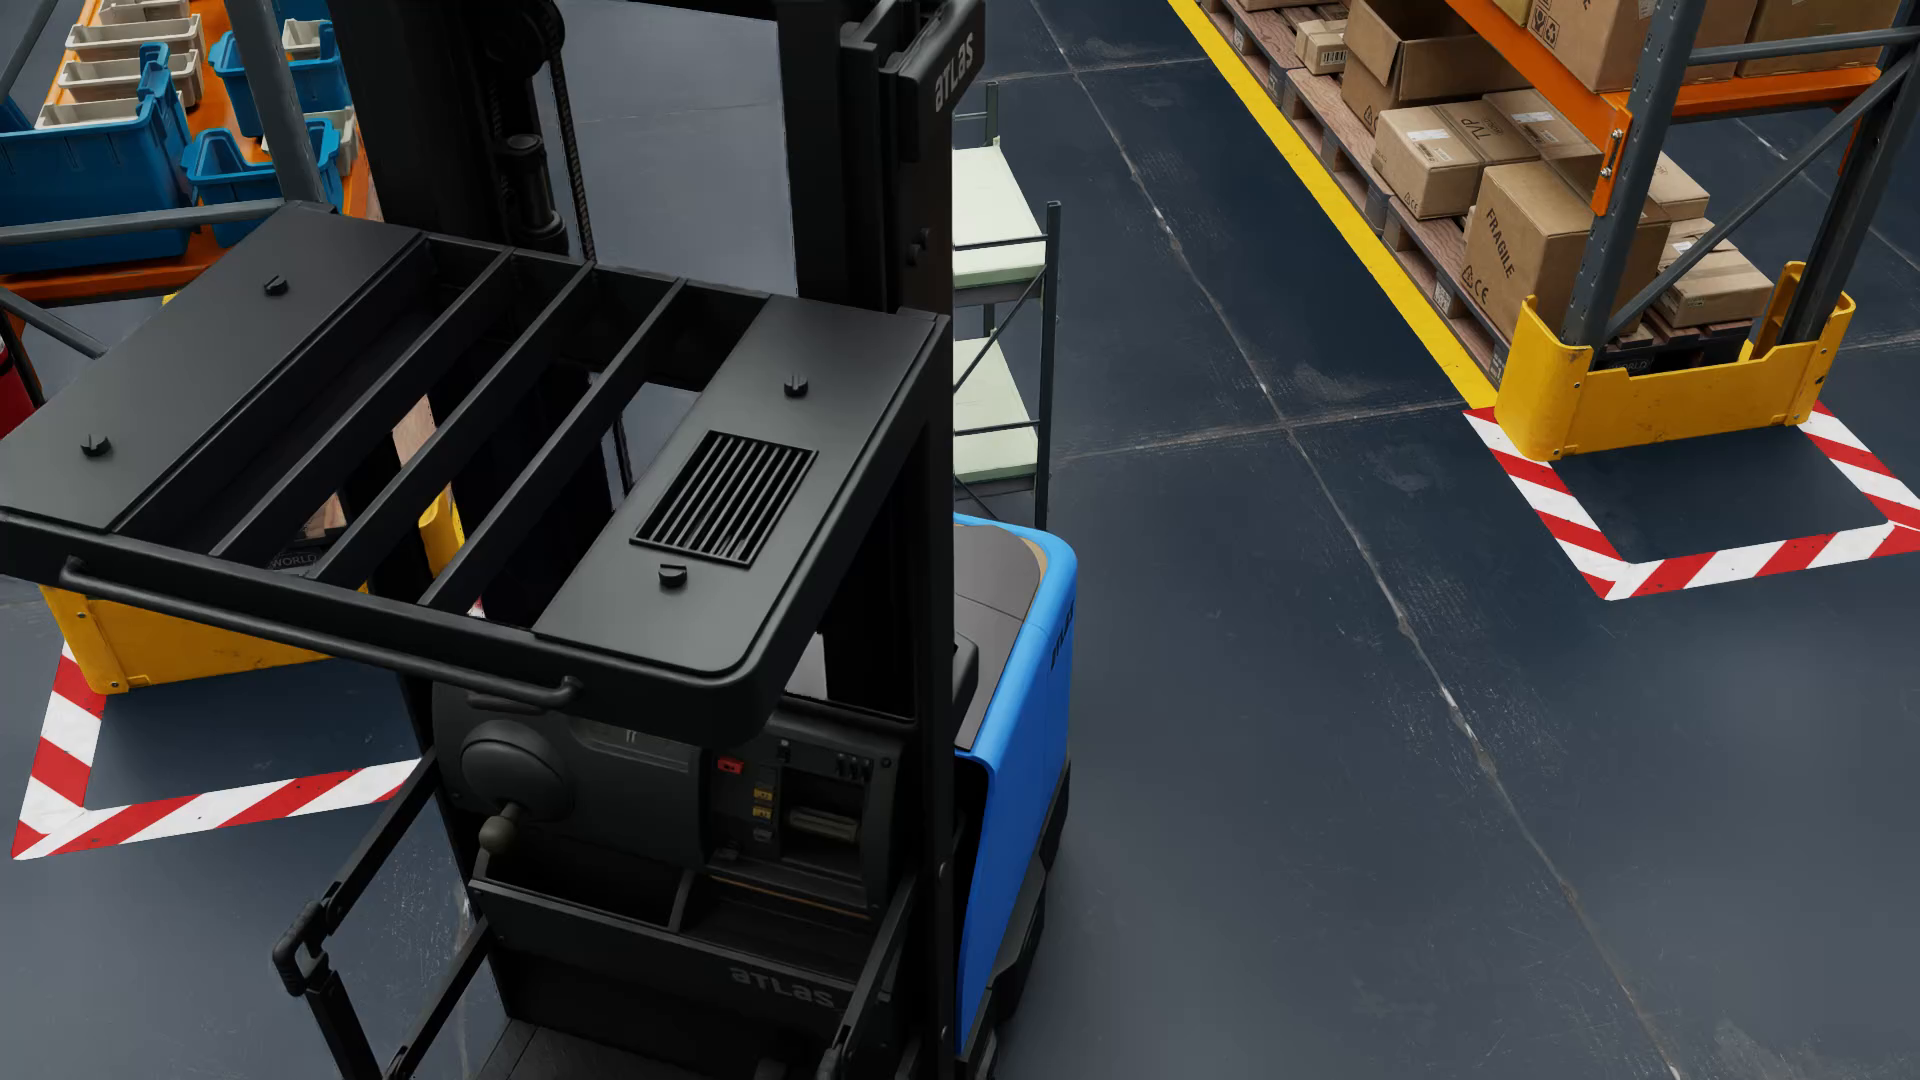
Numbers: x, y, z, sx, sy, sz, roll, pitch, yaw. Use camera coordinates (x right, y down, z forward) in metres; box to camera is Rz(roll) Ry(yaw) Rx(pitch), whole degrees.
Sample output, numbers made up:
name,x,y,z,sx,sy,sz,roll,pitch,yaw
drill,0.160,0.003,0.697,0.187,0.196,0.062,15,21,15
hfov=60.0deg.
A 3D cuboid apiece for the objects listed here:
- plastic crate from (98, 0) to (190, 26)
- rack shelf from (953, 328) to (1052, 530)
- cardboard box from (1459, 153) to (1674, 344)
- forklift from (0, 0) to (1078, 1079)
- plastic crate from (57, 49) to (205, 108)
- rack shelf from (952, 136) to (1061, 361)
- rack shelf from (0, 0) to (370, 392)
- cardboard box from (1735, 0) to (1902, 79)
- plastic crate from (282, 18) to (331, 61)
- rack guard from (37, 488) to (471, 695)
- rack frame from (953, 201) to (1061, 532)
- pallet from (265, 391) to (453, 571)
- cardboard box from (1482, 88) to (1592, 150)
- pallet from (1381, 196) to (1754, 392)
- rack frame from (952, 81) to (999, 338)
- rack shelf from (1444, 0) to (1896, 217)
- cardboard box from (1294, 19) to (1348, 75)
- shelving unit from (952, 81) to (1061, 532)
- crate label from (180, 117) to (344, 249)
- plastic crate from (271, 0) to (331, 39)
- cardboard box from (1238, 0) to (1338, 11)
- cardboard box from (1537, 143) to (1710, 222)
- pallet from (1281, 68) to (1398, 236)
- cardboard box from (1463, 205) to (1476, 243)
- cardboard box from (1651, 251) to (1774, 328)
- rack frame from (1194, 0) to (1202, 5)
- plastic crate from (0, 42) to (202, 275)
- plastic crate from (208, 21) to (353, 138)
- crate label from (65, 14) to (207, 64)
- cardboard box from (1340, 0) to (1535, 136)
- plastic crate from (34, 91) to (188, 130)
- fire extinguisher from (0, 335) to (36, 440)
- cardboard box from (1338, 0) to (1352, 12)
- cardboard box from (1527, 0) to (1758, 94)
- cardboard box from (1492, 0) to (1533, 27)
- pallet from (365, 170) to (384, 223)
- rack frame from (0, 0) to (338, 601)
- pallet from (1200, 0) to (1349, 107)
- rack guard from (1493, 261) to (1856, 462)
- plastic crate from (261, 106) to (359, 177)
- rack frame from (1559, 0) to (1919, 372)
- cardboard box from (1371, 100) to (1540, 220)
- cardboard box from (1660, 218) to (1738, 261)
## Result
name,x,y,z,sx,sy,sz,roll,pitch,yaw
plastic crate,-2.780,-1.820,5.694,0.298,0.136,0.250,-8,42,-9
rack shelf,-0.001,-0.321,5.473,0.431,0.370,0.720,-8,42,-9
cardboard box,2.267,-1.091,6.272,0.500,0.500,0.500,-8,42,-9
forklift,-0.620,0.535,2.940,1.130,2.935,3.031,12,43,13
plastic crate,-2.614,-1.454,5.282,0.396,0.136,0.243,-8,42,-9
rack shelf,-0.001,-0.857,4.998,0.431,0.370,0.720,-8,42,-9
rack shelf,-2.645,-1.865,6.133,1.077,0.370,4.000,-8,42,-9
cardboard box,2.786,-1.907,5.564,0.500,0.500,0.500,-8,42,-8
plastic crate,-2.079,-1.628,5.478,0.250,0.136,0.298,-8,42,-9
rack guard,-2.195,0.111,5.248,1.175,0.500,0.348,-8,42,-9
rack frame,0.078,-0.328,4.990,0.400,1.500,0.023,-8,42,-9
pallet,-2.353,-0.335,5.968,1.003,0.211,1.213,-8,42,-9
cardboard box,2.568,-1.722,7.170,0.500,0.250,0.500,-8,42,-9
pallet,2.435,-1.068,6.794,1.003,0.211,1.213,-8,42,-9
rack frame,-0.080,-0.802,5.524,0.400,1.500,0.023,-8,42,-9
rack shelf,2.193,-2.572,6.930,1.077,0.370,4.000,-8,42,-9
cardboard box,1.837,-2.380,7.974,0.380,0.166,0.250,-8,42,-9
shelving unit,-0.001,-0.565,5.257,0.431,1.500,0.755,-8,42,-9
crate label,-1.945,-1.004,4.703,0.416,0.233,0.303,-8,42,-9
plastic crate,-2.229,-1.858,5.664,0.416,0.233,0.300,-8,42,-9
cardboard box,1.641,-2.993,8.557,0.500,0.311,0.500,-8,42,-9
cardboard box,2.676,-1.398,6.805,0.500,0.250,0.500,-8,42,-9
pallet,2.175,-1.857,7.683,1.003,0.211,1.213,-8,42,-9
cardboard box,2.267,-1.242,6.693,0.380,0.166,0.250,-8,42,-9
cardboard box,2.870,-0.964,6.392,0.380,0.149,0.250,-8,42,-9
rack frame,1.761,-4.137,8.151,1.000,3.000,0.127,-8,42,-9
plastic crate,-2.467,-1.063,4.616,0.616,0.435,0.499,-8,42,-9
plastic crate,-2.087,-1.431,5.183,0.416,0.233,0.300,-8,42,-9
crate label,-2.698,-1.631,5.481,0.396,0.136,0.243,-8,42,-9
cardboard box,2.172,-2.151,7.463,0.797,0.503,0.637,-8,42,-9
plastic crate,-2.566,-1.264,5.068,0.396,0.136,0.243,-8,42,-9
fire extinguisher,-2.624,-0.506,4.400,0.296,0.674,0.183,-8,42,-9
cardboard box,2.161,-3.038,8.465,0.500,0.500,0.500,-8,42,-9
cardboard box,2.262,-1.833,5.480,0.500,0.500,0.500,-7,42,-8
cardboard box,2.147,-2.169,5.859,0.500,0.500,0.500,-8,42,-9
pallet,-2.613,-1.124,6.857,1.003,0.211,1.213,-8,42,-9
rack frame,-2.213,-0.837,4.434,1.000,3.000,0.127,-8,42,-9
pallet,1.909,-2.649,8.576,1.003,0.211,1.213,-8,42,-9
rack guard,2.608,-0.659,6.116,1.175,0.500,0.348,-8,42,-9
plastic crate,-1.933,-1.188,4.982,0.250,0.136,0.298,-8,42,-9
rack frame,2.625,-1.545,5.231,1.000,3.000,0.127,-8,42,-9
cardboard box,2.091,-1.618,7.053,0.500,0.250,0.500,-8,42,-9
cardboard box,2.816,-1.132,6.569,0.380,0.166,0.250,-8,42,-9
